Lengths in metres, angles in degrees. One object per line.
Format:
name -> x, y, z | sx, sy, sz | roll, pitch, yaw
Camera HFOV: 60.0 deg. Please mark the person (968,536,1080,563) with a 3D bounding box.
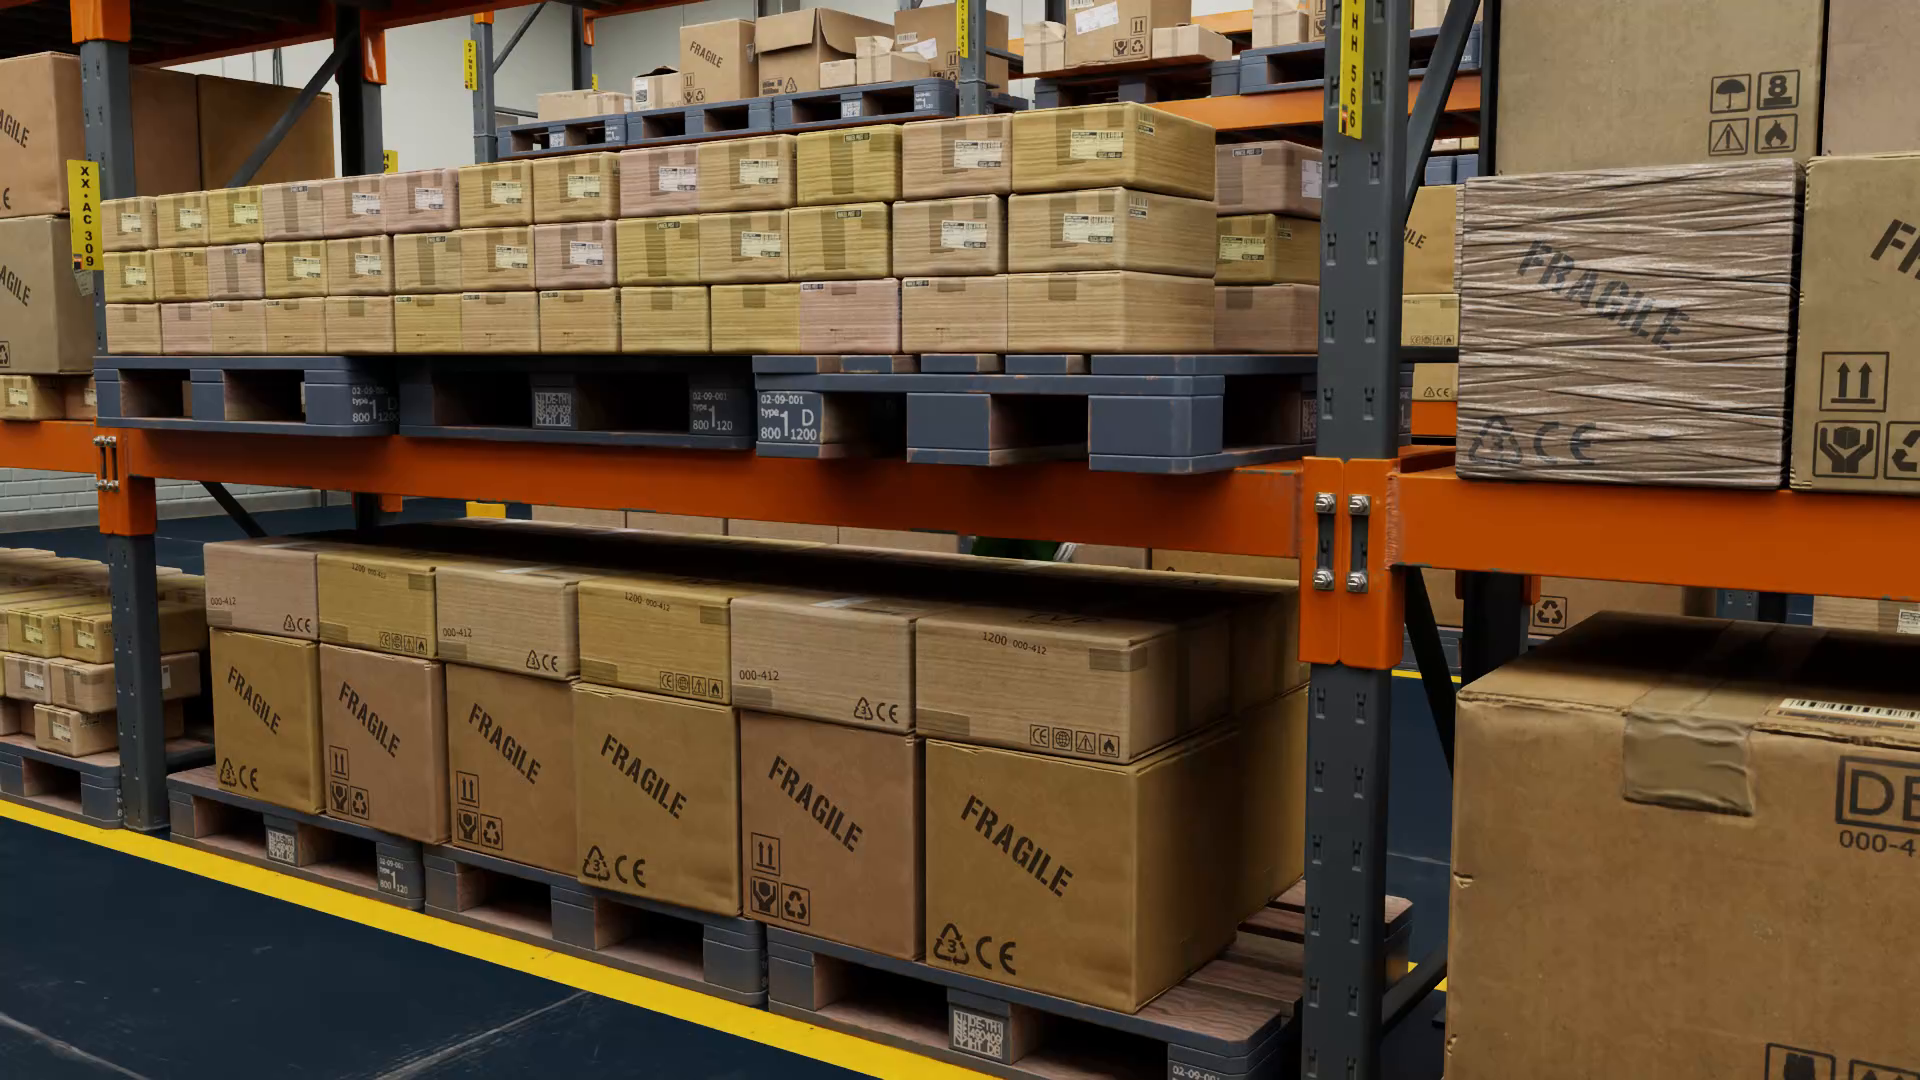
person -> 0.251, -0.059, 6.232 | 0.531, 1.770, 0.377 | 4, 8, 35
